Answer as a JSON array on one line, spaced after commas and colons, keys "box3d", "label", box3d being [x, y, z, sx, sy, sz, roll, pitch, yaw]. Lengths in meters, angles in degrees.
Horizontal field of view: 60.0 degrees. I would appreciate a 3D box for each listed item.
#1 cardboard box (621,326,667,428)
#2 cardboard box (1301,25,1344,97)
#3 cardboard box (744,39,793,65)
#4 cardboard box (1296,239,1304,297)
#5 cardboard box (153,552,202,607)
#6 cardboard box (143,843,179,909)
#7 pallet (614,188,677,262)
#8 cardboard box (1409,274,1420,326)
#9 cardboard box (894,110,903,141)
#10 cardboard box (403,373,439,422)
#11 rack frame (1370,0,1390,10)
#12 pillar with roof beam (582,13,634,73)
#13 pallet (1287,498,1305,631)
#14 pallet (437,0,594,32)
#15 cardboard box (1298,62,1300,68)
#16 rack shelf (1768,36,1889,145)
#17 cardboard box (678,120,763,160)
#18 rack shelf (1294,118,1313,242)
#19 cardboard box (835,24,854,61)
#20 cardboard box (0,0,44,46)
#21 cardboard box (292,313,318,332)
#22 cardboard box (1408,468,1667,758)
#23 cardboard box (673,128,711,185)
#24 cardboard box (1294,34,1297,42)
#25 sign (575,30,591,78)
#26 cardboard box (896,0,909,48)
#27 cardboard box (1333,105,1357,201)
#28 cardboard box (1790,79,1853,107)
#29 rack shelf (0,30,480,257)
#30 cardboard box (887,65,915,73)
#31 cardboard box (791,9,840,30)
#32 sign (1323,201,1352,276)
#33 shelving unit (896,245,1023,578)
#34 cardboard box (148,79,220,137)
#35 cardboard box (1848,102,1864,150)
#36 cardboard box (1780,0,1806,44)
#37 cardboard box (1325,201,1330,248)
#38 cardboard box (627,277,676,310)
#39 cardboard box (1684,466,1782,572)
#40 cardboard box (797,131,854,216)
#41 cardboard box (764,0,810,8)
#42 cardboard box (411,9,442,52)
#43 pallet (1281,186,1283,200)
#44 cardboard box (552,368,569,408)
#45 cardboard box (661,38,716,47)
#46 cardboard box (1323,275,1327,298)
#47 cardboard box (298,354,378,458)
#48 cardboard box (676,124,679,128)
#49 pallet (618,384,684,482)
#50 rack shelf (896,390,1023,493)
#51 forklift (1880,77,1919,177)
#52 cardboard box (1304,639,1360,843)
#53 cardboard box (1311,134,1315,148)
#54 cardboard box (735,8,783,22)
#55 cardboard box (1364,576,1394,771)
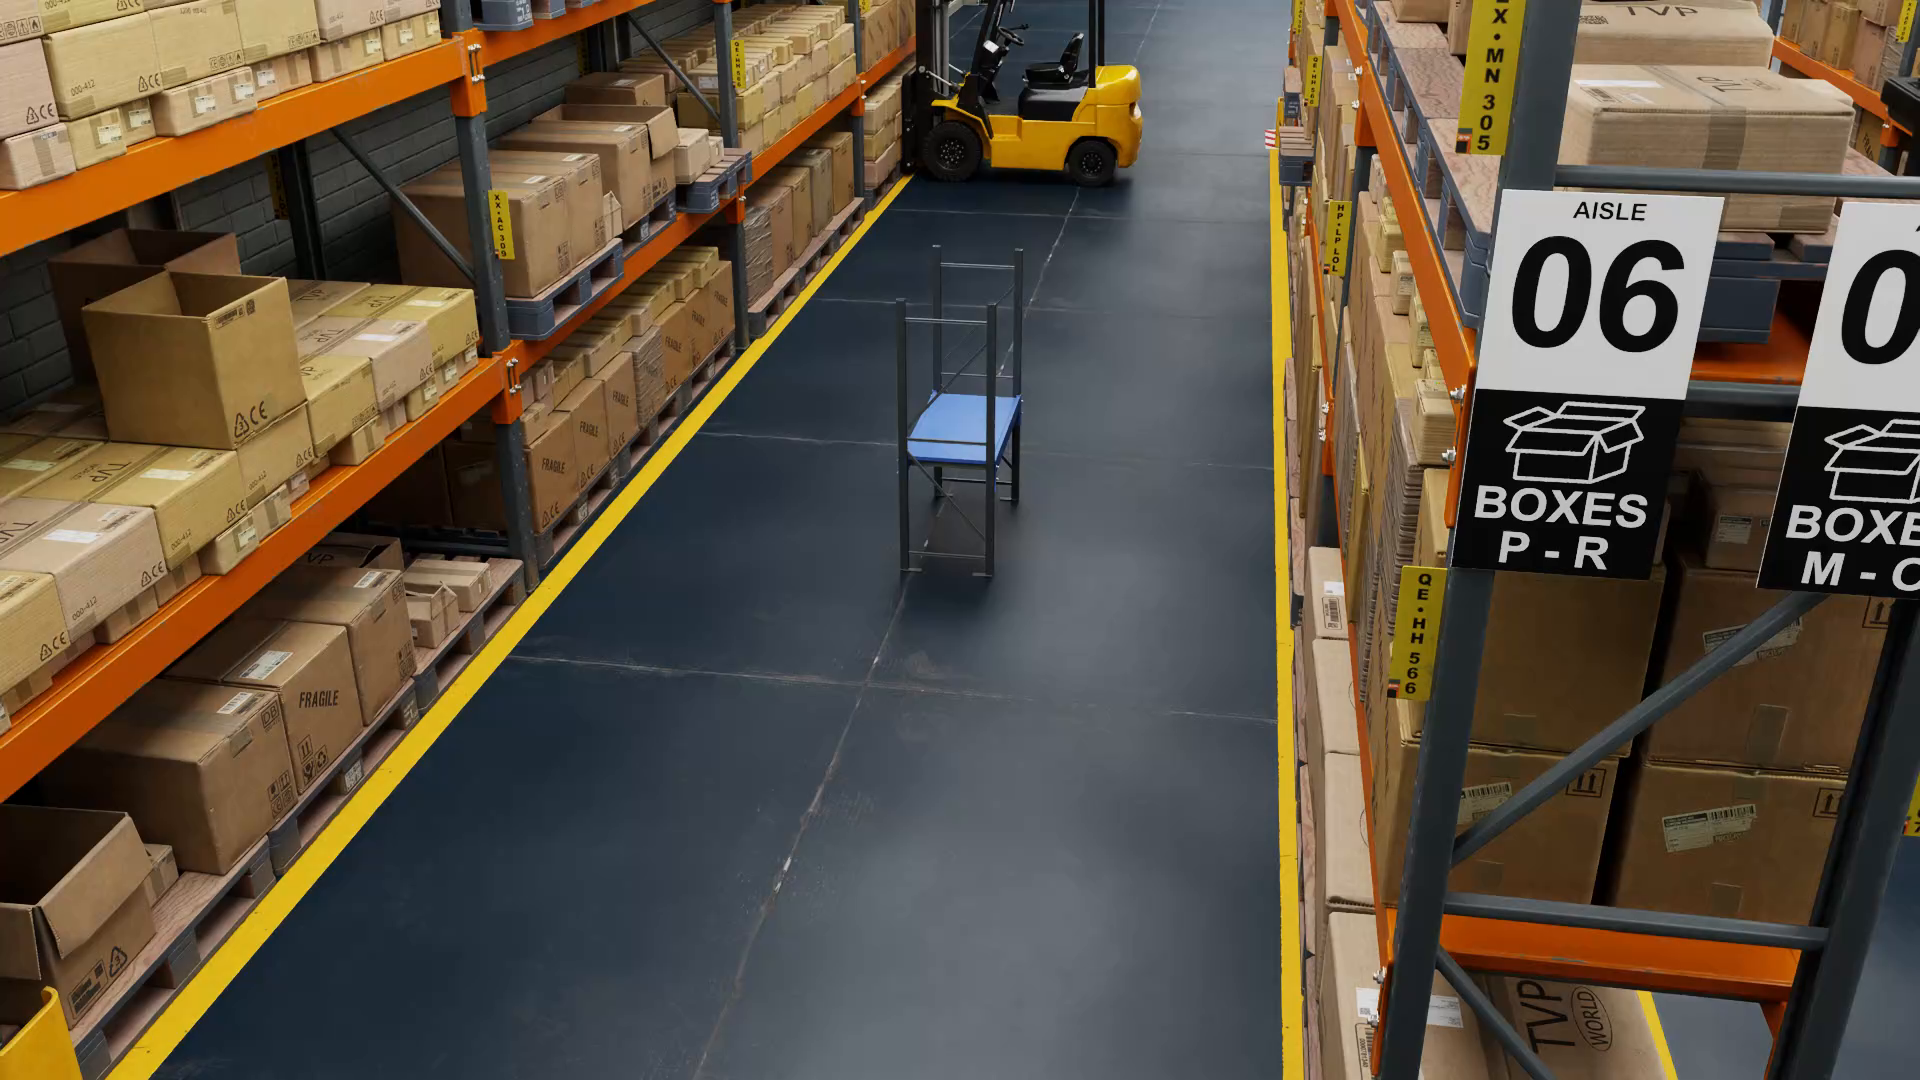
[{"box3d": [-2.157, -1.027, 10.359, 0.500, 0.500, 0.500, 3, 25, 7], "label": "cardboard box"}, {"box3d": [2.794, -3.472, 12.165, 0.500, 0.500, 0.500, 2, 25, 5], "label": "cardboard box"}, {"box3d": [-1.516, -3.799, 12.945, 0.380, 0.149, 0.250, 5, 25, 10], "label": "cardboard box"}, {"box3d": [3.054, -2.009, 12.608, 0.950, 0.372, 0.625, 4, 25, 8], "label": "cardboard box"}, {"box3d": [-2.898, 0.100, 5.795, 0.380, 0.149, 0.250, 4, 25, 9], "label": "cardboard box"}, {"box3d": [-3.065, 1.216, 5.981, 0.380, 0.149, 0.250, 3, 25, 6], "label": "cardboard box"}, {"box3d": [-2.372, -1.906, 10.010, 1.003, 0.211, 1.213, 4, 25, 9], "label": "pallet"}, {"box3d": [1.608, -0.720, 5.188, 0.380, 0.149, 0.250, 5, 26, 10], "label": "cardboard box"}, {"box3d": [-0.848, -4.252, 16.954, 0.500, 0.250, 0.500, 4, 25, 8], "label": "cardboard box"}, {"box3d": [-2.555, -0.648, 7.393, 0.380, 0.149, 0.250, 5, 25, 10], "label": "cardboard box"}, {"box3d": [2.185, -3.508, 6.131, 1.000, 3.000, 0.127, 4, 25, 9], "label": "rack frame"}, {"box3d": [1.512, -5.833, 11.097, 9.100, 9.000, 0.400, 4, 25, 9], "label": "pillar with roof beam"}, {"box3d": [2.237, 0.144, 8.694, 1.003, 0.211, 1.213, 4, 25, 9], "label": "pallet"}, {"box3d": [-2.537, -2.675, 8.110, 1.213, 0.211, 1.003, 4, 25, 9], "label": "pallet"}, {"box3d": [3.278, -4.284, 15.160, 0.380, 0.149, 0.250, 5, 25, 10], "label": "cardboard box"}, {"box3d": [8.719, -4.347, 15.848, 1.077, 0.370, 4.000, 4, 25, 9], "label": "rack shelf"}, {"box3d": [-1.745, -2.907, 12.100, 0.500, 0.250, 0.500, 4, 25, 9], "label": "cardboard box"}, {"box3d": [3.166, -2.975, 12.916, 1.077, 0.370, 4.000, 4, 25, 9], "label": "rack shelf"}, {"box3d": [-1.233, -4.415, 14.731, 0.500, 0.250, 0.500, 3, 25, 7], "label": "cardboard box"}, {"box3d": [-2.944, -1.492, 4.598, 0.500, 0.250, 0.500, 4, 25, 8], "label": "cardboard box"}, {"box3d": [-3.135, -0.802, 7.251, 0.500, 0.250, 0.500, 4, 25, 8], "label": "cardboard box"}, {"box3d": [1.375, 0.165, 4.061, 0.500, 0.500, 0.500, 5, 26, 10], "label": "cardboard box"}, {"box3d": [-1.912, -2.465, 10.660, 0.500, 0.250, 0.500, 3, 25, 6], "label": "cardboard box"}, {"box3d": [3.556, -5.168, 16.284, 0.500, 0.500, 0.500, 4, 25, 7], "label": "cardboard box"}, {"box3d": [-2.607, -3.368, 11.542, 0.100, 0.325, 0.005, 4, 25, 9], "label": "sign"}, {"box3d": [-0.821, -5.332, 16.985, 0.500, 0.500, 0.500, 4, 25, 9], "label": "cardboard box"}, {"box3d": [2.190, -1.921, 8.519, 0.500, 0.500, 0.500, 5, 26, 10], "label": "cardboard box"}, {"box3d": [1.936, -1.038, 4.074, 0.380, 0.149, 0.250, 5, 26, 10], "label": "cardboard box"}, {"box3d": [-3.039, -1.330, 5.863, 1.077, 0.370, 4.000, 4, 25, 9], "label": "rack shelf"}, {"box3d": [-0.669, -4.910, 17.771, 0.500, 0.250, 0.500, 4, 25, 9], "label": "cardboard box"}, {"box3d": [-1.266, -4.551, 14.552, 0.380, 0.149, 0.250, 4, 25, 8], "label": "cardboard box"}, {"box3d": [1.648, -1.313, 7.245, 0.100, 0.325, 0.005, 4, 25, 9], "label": "sign"}, {"box3d": [0.014, -0.715, 9.008, 0.538, 1.500, 1.048, 4, 25, 9], "label": "shelving unit"}, {"box3d": [-2.738, -1.457, 5.583, 0.380, 0.149, 0.250, 4, 25, 9], "label": "cardboard box"}, {"box3d": [8.708, -3.700, 15.627, 0.875, 0.875, 0.875, 4, 25, 9], "label": "cardboard box"}, {"box3d": [9.030, -5.419, 17.112, 0.875, 0.550, 0.550, 4, 25, 9], "label": "cardboard box"}, {"box3d": [2.170, -1.578, 8.670, 0.500, 0.250, 0.500, 5, 25, 10], "label": "cardboard box"}, {"box3d": [-2.078, -1.604, 10.826, 0.380, 0.149, 0.250, 5, 26, 10], "label": "cardboard box"}, {"box3d": [1.862, -0.040, 3.734, 0.380, 0.149, 0.250, 5, 25, 10], "label": "cardboard box"}, {"box3d": [-1.479, -3.375, 15.228, 0.875, 0.625, 0.625, 5, 26, 11], "label": "cardboard box"}, {"box3d": [-1.606, -4.971, 15.449, 0.380, 0.149, 0.250, 4, 25, 8], "label": "cardboard box"}, {"box3d": [-2.480, -2.208, 7.186, 0.380, 0.149, 0.250, 4, 25, 8], "label": "cardboard box"}, {"box3d": [3.764, -3.669, 16.840, 1.003, 0.211, 1.213, 4, 25, 9], "label": "pallet"}, {"box3d": [-2.392, -0.847, 9.208, 0.380, 0.149, 0.250, 3, 25, 6], "label": "cardboard box"}, {"box3d": [-2.121, -3.839, 13.029, 0.380, 0.149, 0.250, 4, 25, 8], "label": "cardboard box"}, {"box3d": [2.195, -1.351, 8.775, 0.500, 0.250, 0.500, 3, 25, 7], "label": "cardboard box"}, {"box3d": [-2.717, -0.552, 6.718, 0.500, 0.250, 0.500, 4, 25, 8], "label": "cardboard box"}, {"box3d": [-2.238, -2.944, 12.179, 0.500, 0.250, 0.500, 3, 25, 7], "label": "cardboard box"}, {"box3d": [-2.420, -0.725, 10.551, 1.003, 0.211, 1.213, 4, 25, 9], "label": "pallet"}, {"box3d": [0.014, -0.552, 9.085, 0.538, 0.185, 1.000, 4, 25, 9], "label": "rack shelf"}, {"box3d": [5.037, -1.141, 8.231, 1.130, 2.935, 3.031, 6, 26, 12], "label": "forklift"}, {"box3d": [1.831, 0.808, 6.511, 0.875, 0.438, 0.875, 3, 25, 7], "label": "cardboard box"}, {"box3d": [2.633, -2.811, 11.519, 0.380, 0.149, 0.250, 4, 25, 9], "label": "cardboard box"}, {"box3d": [-1.770, -4.578, 14.609, 0.380, 0.149, 0.250, 3, 25, 7], "label": "cardboard box"}, {"box3d": [1.446, 0.407, 4.724, 0.500, 0.500, 0.500, 3, 25, 7], "label": "cardboard box"}]
